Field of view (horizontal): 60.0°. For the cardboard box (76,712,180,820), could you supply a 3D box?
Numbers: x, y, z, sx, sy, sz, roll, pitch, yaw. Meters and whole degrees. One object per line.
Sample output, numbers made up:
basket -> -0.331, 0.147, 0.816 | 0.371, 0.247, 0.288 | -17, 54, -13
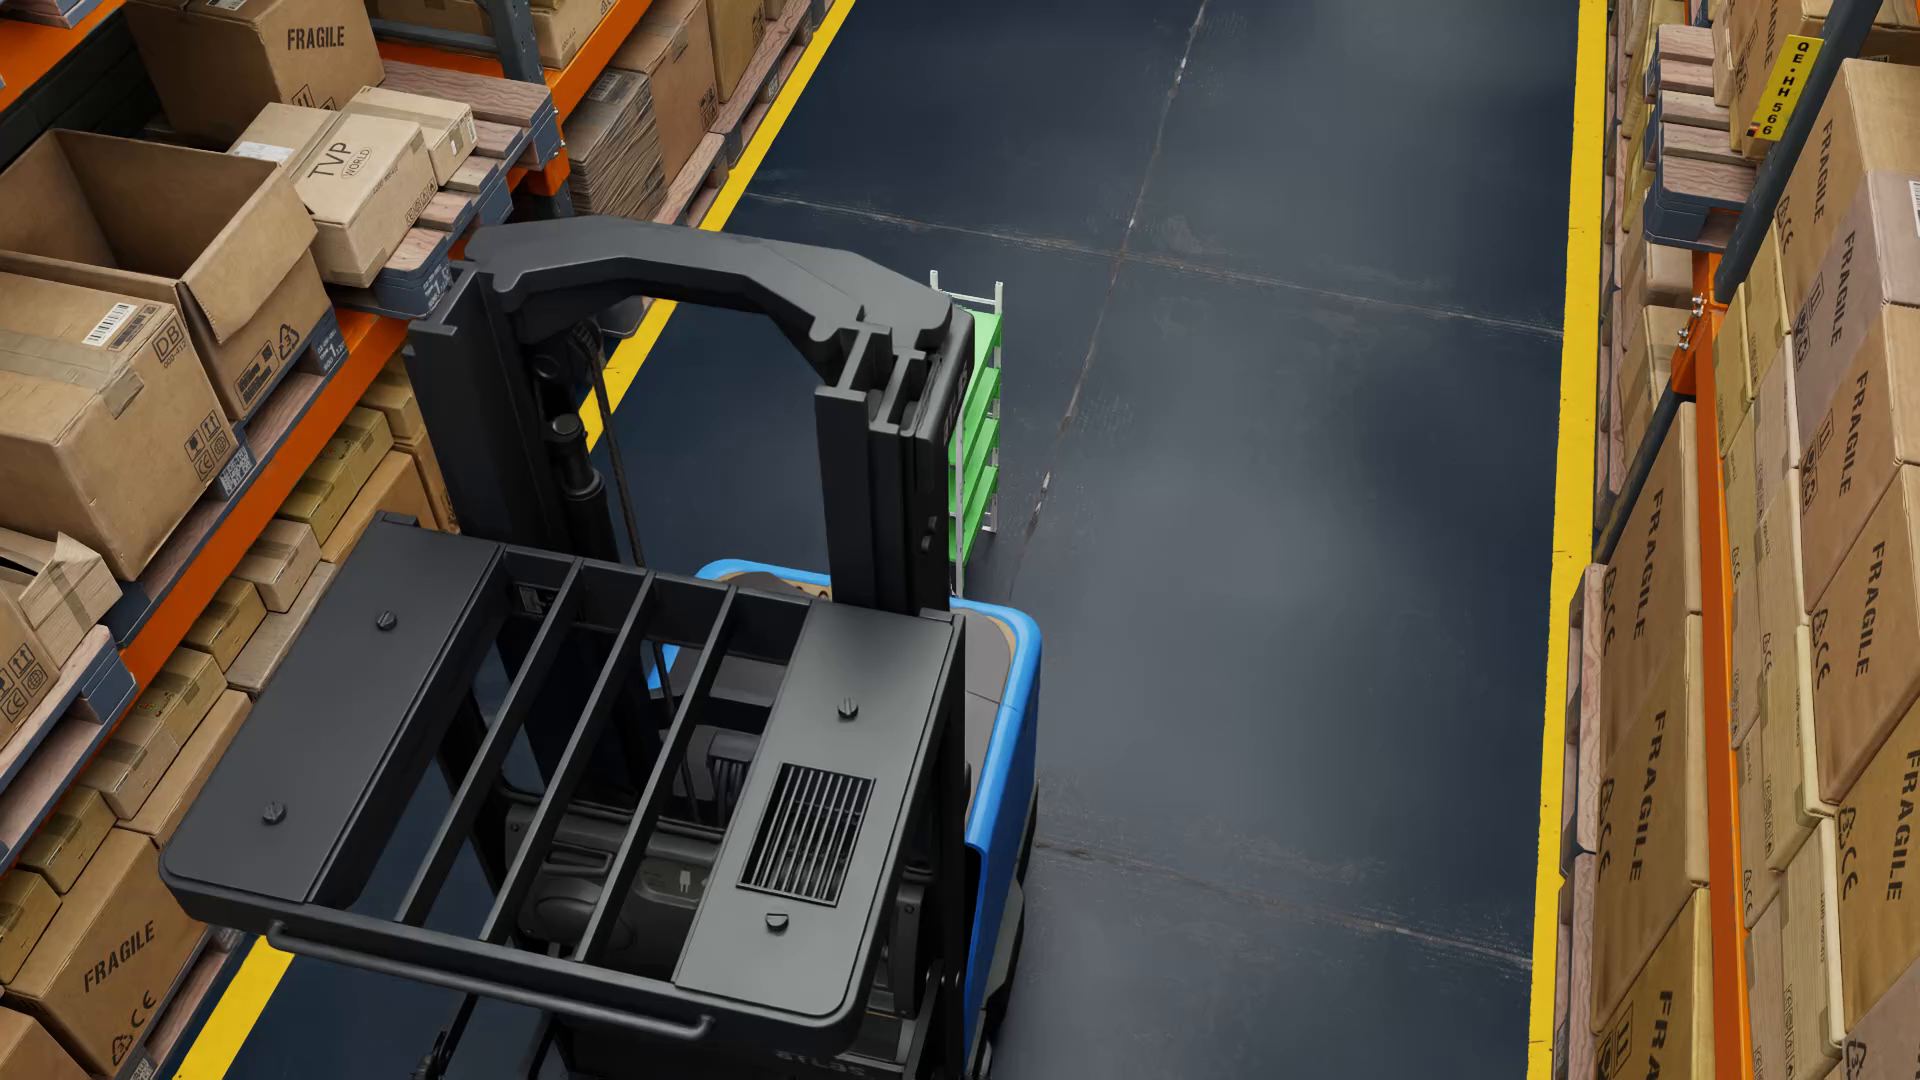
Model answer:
cardboard box -> -2.448, 0.605, 4.670 | 0.380, 0.149, 0.250 | 11, 50, 10

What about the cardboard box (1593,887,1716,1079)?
cardboard box -> 2.091, 1.538, 4.029 | 0.875, 0.875, 0.875 | 13, 50, 11

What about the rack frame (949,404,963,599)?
rack frame -> -0.108, -0.101, 5.539 | 0.240, 1.200, 0.015 | 12, 50, 10

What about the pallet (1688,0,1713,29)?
pallet -> 3.309, -2.177, 6.298 | 1.003, 0.211, 1.213 | 12, 50, 10

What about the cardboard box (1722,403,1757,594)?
cardboard box -> 2.338, -0.071, 4.412 | 0.500, 0.250, 0.500 | 10, 49, 9

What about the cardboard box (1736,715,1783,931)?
cardboard box -> 2.068, 0.665, 3.763 | 0.500, 0.250, 0.500 | 12, 50, 10

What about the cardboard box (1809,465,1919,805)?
cardboard box -> 2.054, 0.241, 3.303 | 0.500, 0.500, 0.500 | 12, 50, 11

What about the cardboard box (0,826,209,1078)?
cardboard box -> -2.540, 1.112, 4.655 | 0.500, 0.500, 0.500 | 11, 49, 10

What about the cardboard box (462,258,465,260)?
cardboard box -> -1.847, -0.896, 5.995 | 0.380, 0.149, 0.250 | 9, 49, 8

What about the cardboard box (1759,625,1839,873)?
cardboard box -> 2.030, 0.498, 3.577 | 0.500, 0.250, 0.500 | 12, 50, 11

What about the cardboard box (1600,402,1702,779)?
cardboard box -> 2.566, 0.247, 5.168 | 0.875, 0.875, 0.875 | 11, 50, 10

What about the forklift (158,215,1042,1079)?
forklift -> -0.586, 0.940, 3.466 | 1.130, 2.935, 3.031 | 10, 49, 9

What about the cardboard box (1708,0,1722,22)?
cardboard box -> 2.844, -1.921, 5.832 | 0.380, 0.149, 0.250 | 12, 50, 11

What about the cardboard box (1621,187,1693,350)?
cardboard box -> 3.173, -1.012, 6.615 | 0.950, 0.372, 0.625 | 11, 49, 9

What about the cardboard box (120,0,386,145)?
cardboard box -> -2.248, -1.607, 5.321 | 0.500, 0.500, 0.500 | 14, 50, 12

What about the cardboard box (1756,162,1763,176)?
cardboard box -> 2.687, -1.139, 5.142 | 0.380, 0.149, 0.250 | 13, 50, 11

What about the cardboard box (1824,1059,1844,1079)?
cardboard box -> 1.781, 1.248, 2.915 | 0.500, 0.250, 0.500 | 13, 50, 11

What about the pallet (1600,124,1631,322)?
pallet -> 3.358, -1.322, 7.276 | 1.003, 0.211, 1.213 | 12, 50, 10

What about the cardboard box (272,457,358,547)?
cardboard box -> -2.180, -0.148, 5.335 | 0.380, 0.149, 0.250 | 11, 49, 9

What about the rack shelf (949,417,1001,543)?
rack shelf -> -0.044, -0.235, 5.742 | 0.258, 0.148, 0.480 | 12, 50, 10

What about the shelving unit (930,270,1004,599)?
shelving unit -> -0.044, -0.277, 5.694 | 0.258, 1.200, 0.503 | 12, 50, 10

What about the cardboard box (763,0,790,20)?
cardboard box -> -1.247, -3.084, 8.275 | 0.875, 0.625, 0.625 | 11, 50, 10

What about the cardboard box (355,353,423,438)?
cardboard box -> -2.001, -0.511, 5.655 | 0.380, 0.149, 0.250 | 10, 49, 9

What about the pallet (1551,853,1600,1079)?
pallet -> 2.224, 1.558, 4.734 | 1.003, 0.211, 1.213 | 12, 50, 10

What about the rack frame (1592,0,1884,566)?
rack frame -> 2.828, -0.800, 4.955 | 1.000, 3.000, 0.127 | 12, 50, 10

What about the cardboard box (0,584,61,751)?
cardboard box -> -2.535, 0.264, 3.670 | 0.700, 0.500, 0.500 | 12, 50, 10

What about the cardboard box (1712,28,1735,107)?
cardboard box -> 2.711, -1.539, 5.495 | 0.380, 0.149, 0.250 | 11, 50, 10

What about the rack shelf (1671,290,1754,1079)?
rack shelf -> 2.301, 0.885, 3.948 | 1.077, 0.370, 4.000 | 12, 50, 10

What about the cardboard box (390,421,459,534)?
cardboard box -> -2.008, -0.380, 5.972 | 0.500, 0.500, 0.500 | 11, 49, 9

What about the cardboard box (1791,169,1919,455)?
cardboard box -> 2.341, -0.495, 3.952 | 0.500, 0.500, 0.500 | 12, 50, 10

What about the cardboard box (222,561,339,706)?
cardboard box -> -2.262, 0.378, 5.303 | 0.500, 0.500, 0.500 | 10, 49, 9

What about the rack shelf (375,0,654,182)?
rack shelf -> -1.435, -2.985, 7.364 | 1.077, 0.370, 4.000 | 12, 50, 10

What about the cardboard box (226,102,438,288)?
cardboard box -> -1.927, -1.039, 4.986 | 0.500, 0.250, 0.500 | 9, 49, 8

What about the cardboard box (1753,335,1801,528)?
cardboard box -> 2.319, -0.224, 4.214 | 0.500, 0.250, 0.500 | 13, 50, 11

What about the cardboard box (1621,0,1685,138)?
cardboard box -> 3.559, -2.062, 7.542 | 0.950, 0.372, 0.625 | 14, 50, 12

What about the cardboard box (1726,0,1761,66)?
cardboard box -> 2.805, -1.830, 5.320 | 0.500, 0.500, 0.500 | 11, 49, 9

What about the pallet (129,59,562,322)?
pallet -> -2.073, -1.209, 5.445 | 1.213, 0.211, 1.003 | 12, 50, 10

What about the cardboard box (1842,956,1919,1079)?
cardboard box -> 1.779, 0.981, 2.650 | 0.500, 0.500, 0.500 | 12, 50, 11

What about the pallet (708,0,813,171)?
pallet -> -1.384, -2.322, 8.158 | 1.003, 0.211, 1.213 | 12, 50, 10

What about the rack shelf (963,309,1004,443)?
rack shelf -> -0.044, -0.553, 5.382 | 0.258, 0.148, 0.480 | 12, 50, 10

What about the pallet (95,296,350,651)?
pallet -> -2.469, -0.306, 4.647 | 1.003, 0.211, 1.213 | 12, 50, 10

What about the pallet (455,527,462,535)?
pallet -> -2.195, -0.322, 6.393 | 1.003, 0.211, 1.213 | 12, 50, 10

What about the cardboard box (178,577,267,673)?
cardboard box -> -2.337, 0.225, 5.005 | 0.380, 0.149, 0.250 | 12, 50, 10

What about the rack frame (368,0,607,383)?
rack frame -> -1.962, -1.777, 5.818 | 1.000, 3.000, 0.127 | 12, 50, 10

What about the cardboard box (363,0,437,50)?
cardboard box -> -2.090, -2.103, 6.205 | 0.500, 0.250, 0.500 | 11, 49, 9

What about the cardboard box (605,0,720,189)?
cardboard box -> -1.620, -2.053, 7.365 | 0.875, 0.625, 0.625 | 13, 50, 11

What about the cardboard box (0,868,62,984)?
cardboard box -> -2.609, 0.979, 4.339 | 0.380, 0.149, 0.250 | 9, 49, 8

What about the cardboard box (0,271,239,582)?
cardboard box -> -2.329, -0.304, 4.171 | 0.700, 0.500, 0.500 | 11, 50, 10
